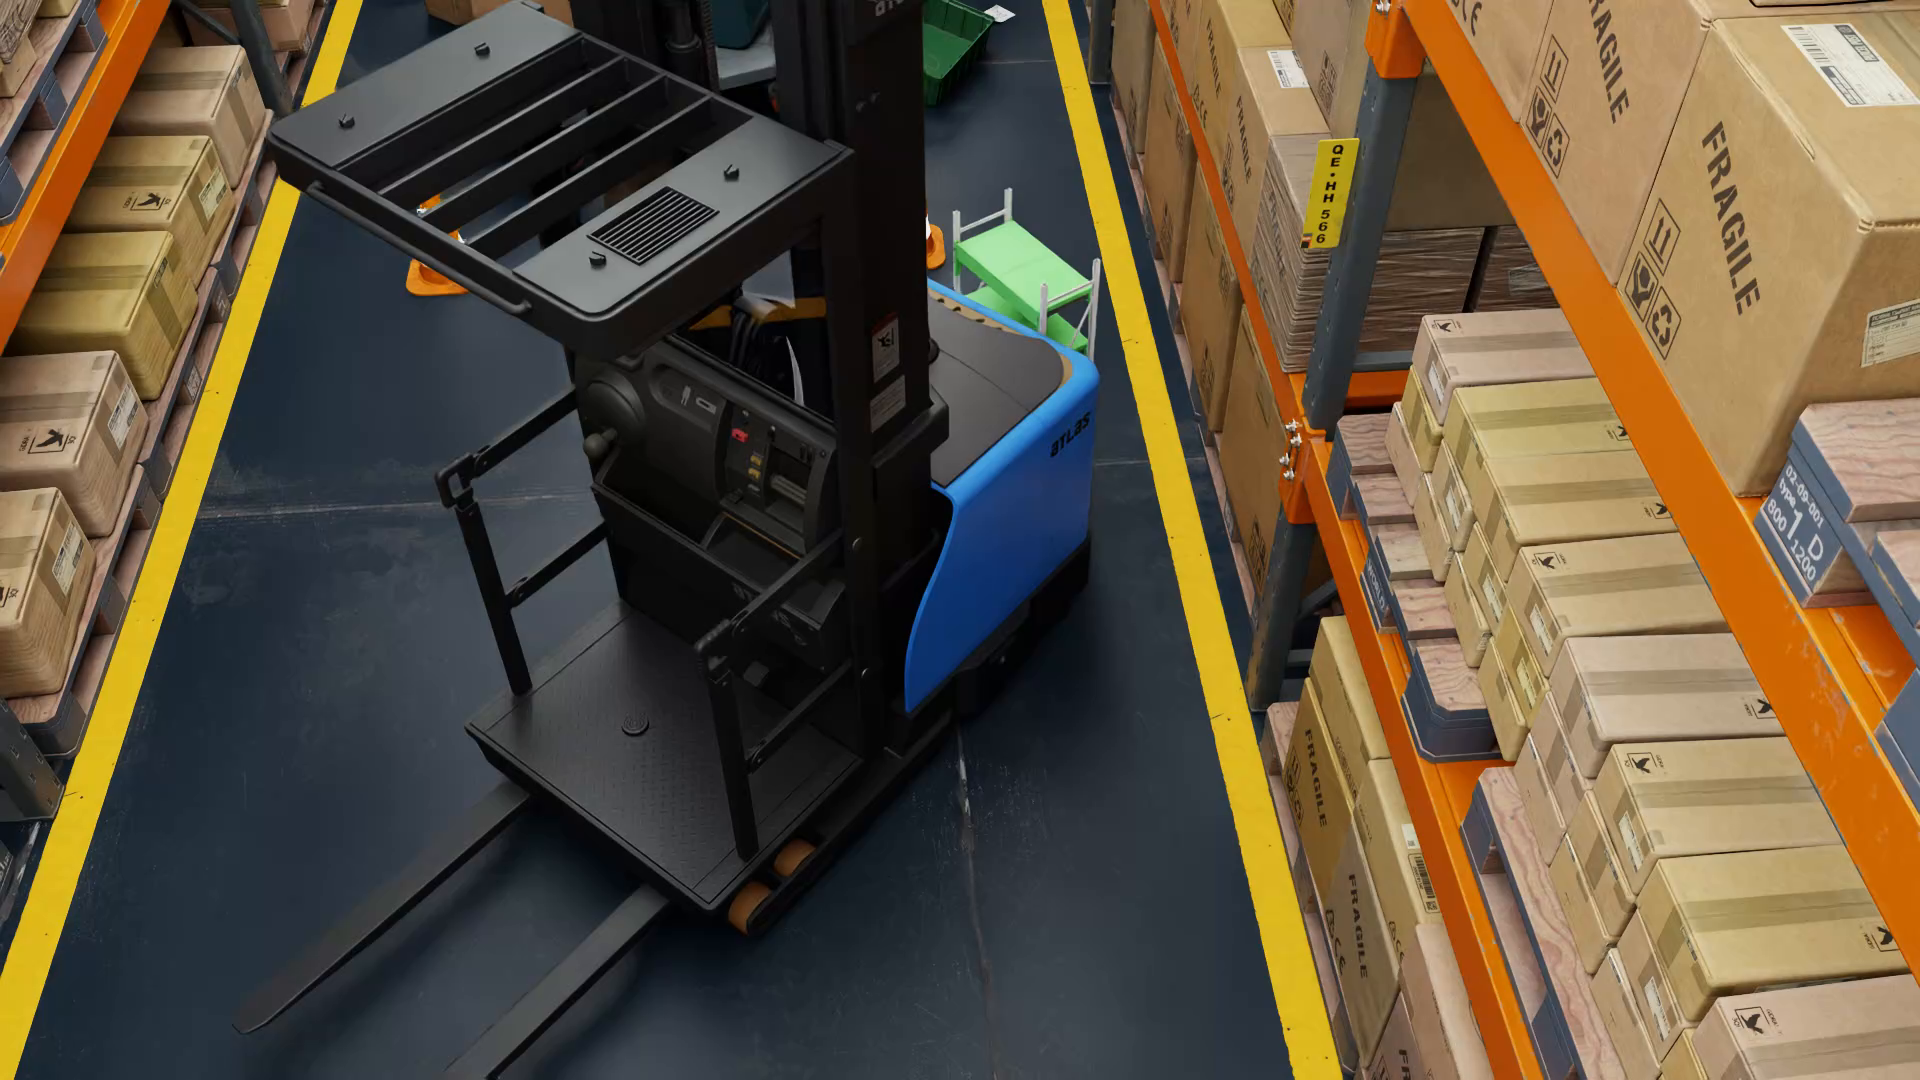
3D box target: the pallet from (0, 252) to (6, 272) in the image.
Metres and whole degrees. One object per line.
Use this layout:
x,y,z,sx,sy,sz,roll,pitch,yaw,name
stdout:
-3.602,-0.581,4.867,1.213,0.211,1.003,-3,47,-3,pallet

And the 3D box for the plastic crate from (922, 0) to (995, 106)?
-0.167,-2.505,8.454,0.450,0.188,0.662,25,51,9,plastic crate

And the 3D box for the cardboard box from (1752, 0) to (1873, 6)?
1.351,-0.977,2.447,0.396,0.266,0.258,-3,47,-3,cardboard box

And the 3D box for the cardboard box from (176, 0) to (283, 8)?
-3.551,-2.932,8.049,0.500,0.500,0.500,-1,47,-1,cardboard box

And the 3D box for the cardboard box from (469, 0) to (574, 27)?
-2.000,-2.563,7.812,0.500,0.500,0.500,-3,47,-3,cardboard box

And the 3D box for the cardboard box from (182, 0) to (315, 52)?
-3.551,-2.674,8.322,0.500,0.250,0.500,-5,47,-5,cardboard box

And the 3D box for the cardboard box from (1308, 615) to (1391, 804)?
1.305,0.459,4.666,0.500,0.250,0.500,-5,47,-5,cardboard box

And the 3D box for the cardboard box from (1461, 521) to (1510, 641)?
1.379,0.078,3.789,0.380,0.149,0.250,-5,47,-5,cardboard box

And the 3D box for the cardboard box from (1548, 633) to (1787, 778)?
1.421,0.331,3.345,0.380,0.149,0.250,-2,47,-1,cardboard box

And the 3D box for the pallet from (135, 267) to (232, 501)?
-3.599,-0.625,6.697,1.003,0.211,1.213,-3,47,-3,pallet

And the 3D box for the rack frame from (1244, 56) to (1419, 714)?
1.488,-0.512,4.669,1.000,3.000,0.127,-3,47,-3,rack frame

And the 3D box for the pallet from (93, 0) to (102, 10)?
-3.852,-2.405,6.593,1.003,0.211,1.213,-3,47,-3,pallet

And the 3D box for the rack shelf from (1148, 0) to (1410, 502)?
1.321,-1.712,6.301,1.077,0.370,4.000,-3,47,-3,rack shelf

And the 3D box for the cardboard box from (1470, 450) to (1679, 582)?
1.375,-0.057,3.712,0.380,0.149,0.250,-4,47,-4,cardboard box

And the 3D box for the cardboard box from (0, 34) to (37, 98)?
-3.365,-1.615,5.597,0.380,0.149,0.250,-2,47,-2,cardboard box

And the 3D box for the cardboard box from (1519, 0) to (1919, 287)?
1.320,-0.787,2.795,0.500,0.500,0.500,-3,47,-3,cardboard box

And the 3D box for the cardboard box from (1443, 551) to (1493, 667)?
1.370,0.155,3.921,0.380,0.149,0.250,-1,47,-1,cardboard box

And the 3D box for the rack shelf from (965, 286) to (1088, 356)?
0.220,-0.726,5.869,0.258,0.148,0.480,-27,52,-24,rack shelf

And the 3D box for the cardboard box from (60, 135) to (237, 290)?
-3.661,-1.374,7.006,0.950,0.372,0.625,-1,47,-1,cardboard box

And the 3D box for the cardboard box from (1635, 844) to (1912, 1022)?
1.463,0.703,2.992,0.380,0.149,0.250,-4,47,-4,cardboard box

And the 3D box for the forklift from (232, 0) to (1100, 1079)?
-0.844,-0.213,4.433,1.130,2.935,3.031,30,53,25,forklift

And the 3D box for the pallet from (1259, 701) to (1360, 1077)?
1.552,1.012,5.146,1.003,0.211,1.213,-3,47,-3,pallet

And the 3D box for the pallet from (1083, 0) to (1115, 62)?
1.168,-3.002,8.948,1.003,0.211,1.213,-3,47,-3,pallet

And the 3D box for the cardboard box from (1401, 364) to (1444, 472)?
1.329,-0.311,4.157,0.380,0.149,0.250,-2,47,-2,cardboard box

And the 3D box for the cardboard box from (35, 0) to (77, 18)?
-3.382,-1.996,5.958,0.380,0.149,0.250,-4,47,-3,cardboard box

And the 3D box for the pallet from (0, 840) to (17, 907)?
-3.445,1.396,4.783,1.003,0.211,1.213,-3,47,-3,pallet

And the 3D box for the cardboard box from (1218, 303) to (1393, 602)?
1.527,-0.329,5.756,1.050,0.750,0.750,-4,47,-4,cardboard box

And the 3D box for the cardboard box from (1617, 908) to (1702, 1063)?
1.464,0.816,3.090,0.380,0.149,0.250,-2,47,-2,cardboard box

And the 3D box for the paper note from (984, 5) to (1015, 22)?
0.195,-2.817,8.896,0.147,0.020,0.142,-36,56,-29,paper note

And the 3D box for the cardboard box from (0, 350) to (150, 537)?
-3.543,-0.322,6.009,0.950,0.372,0.625,-4,47,-4,cardboard box

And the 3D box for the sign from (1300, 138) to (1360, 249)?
0.935,-0.874,4.215,0.100,0.325,0.005,-3,47,-3,sign

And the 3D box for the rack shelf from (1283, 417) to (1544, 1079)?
1.656,1.182,3.560,1.077,0.370,4.000,-3,47,-3,rack shelf

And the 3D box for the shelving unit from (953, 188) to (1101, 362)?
0.220,-0.605,5.997,0.258,1.200,0.503,-27,52,-24,shelving unit

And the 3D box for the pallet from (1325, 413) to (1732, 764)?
1.654,0.063,4.257,1.213,0.211,1.003,-3,47,-3,pallet

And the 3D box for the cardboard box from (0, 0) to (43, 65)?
-3.379,-1.882,5.403,0.500,0.500,0.500,-5,47,-5,cardboard box

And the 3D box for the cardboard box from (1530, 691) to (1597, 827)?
1.420,0.441,3.445,0.380,0.149,0.250,-3,47,-3,cardboard box

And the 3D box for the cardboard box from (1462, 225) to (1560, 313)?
1.720,-0.888,4.956,0.500,0.500,0.500,-3,47,-3,cardboard box

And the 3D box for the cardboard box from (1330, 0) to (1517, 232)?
1.461,-1.216,4.578,0.700,0.500,0.500,-4,47,-4,cardboard box

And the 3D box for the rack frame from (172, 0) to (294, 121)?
-3.771,-3.032,7.056,1.000,3.000,0.127,-3,47,-3,rack frame

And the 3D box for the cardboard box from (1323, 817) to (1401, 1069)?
1.339,1.094,4.581,0.500,0.500,0.500,-3,47,-3,cardboard box

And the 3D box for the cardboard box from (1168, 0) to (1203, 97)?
1.054,-1.949,5.961,0.500,0.500,0.500,-3,47,-3,cardboard box

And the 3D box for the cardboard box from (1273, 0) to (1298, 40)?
1.372,-1.953,5.276,0.700,0.500,0.500,-4,47,-4,cardboard box

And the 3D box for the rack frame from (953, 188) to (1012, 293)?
0.078,-0.749,6.133,0.240,1.200,0.015,-27,52,-24,rack frame

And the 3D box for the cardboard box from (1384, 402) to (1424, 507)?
1.325,-0.234,4.290,0.380,0.149,0.250,-4,47,-4,cardboard box

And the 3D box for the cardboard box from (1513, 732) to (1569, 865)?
1.419,0.543,3.554,0.380,0.149,0.250,-2,47,-2,cardboard box

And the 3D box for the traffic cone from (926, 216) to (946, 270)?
-0.239,-1.472,7.325,0.336,0.463,0.334,-3,47,-3,traffic cone

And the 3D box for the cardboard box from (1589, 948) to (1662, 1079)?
1.458,0.913,3.203,0.380,0.149,0.250,-5,47,-5,cardboard box

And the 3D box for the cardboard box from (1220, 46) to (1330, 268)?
1.143,-1.217,5.268,0.500,0.500,0.500,-3,47,-3,cardboard box

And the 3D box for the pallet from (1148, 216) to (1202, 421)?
1.398,-1.009,7.060,1.003,0.211,1.213,-3,47,-3,pallet

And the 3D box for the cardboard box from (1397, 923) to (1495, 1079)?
1.376,1.184,3.978,0.500,0.250,0.500,-3,47,-3,cardboard box

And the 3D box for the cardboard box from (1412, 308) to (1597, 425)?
1.334,-0.426,4.061,0.380,0.149,0.250,-3,47,-3,cardboard box

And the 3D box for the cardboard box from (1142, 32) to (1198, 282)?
1.372,-1.635,6.993,1.050,0.750,0.750,-3,47,-3,cardboard box
